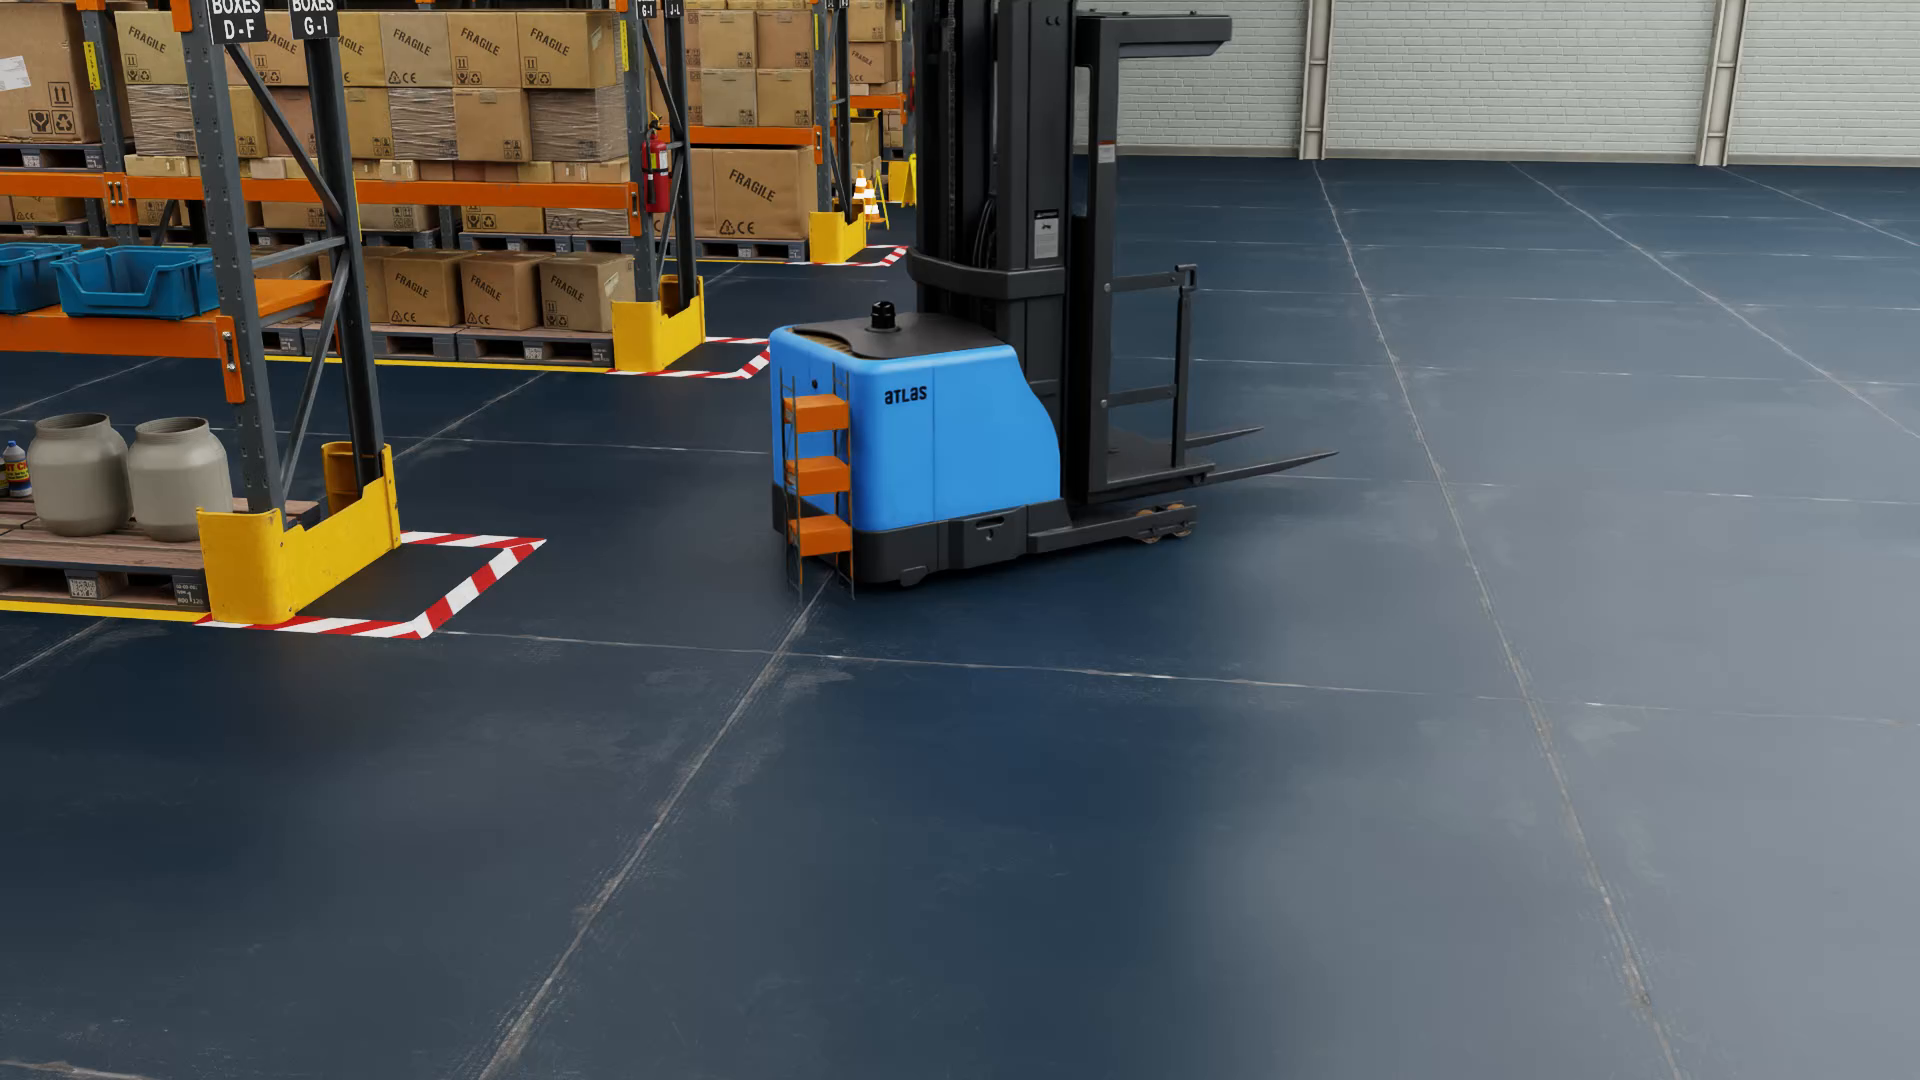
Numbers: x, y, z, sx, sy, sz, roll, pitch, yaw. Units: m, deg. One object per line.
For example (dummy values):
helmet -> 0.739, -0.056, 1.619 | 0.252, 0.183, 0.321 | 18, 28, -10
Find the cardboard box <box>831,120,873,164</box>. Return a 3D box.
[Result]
cardboard box -> -1.414, -5.119, 21.364 | 0.500, 0.500, 0.500 | 3, 19, 9

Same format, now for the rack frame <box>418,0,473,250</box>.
rack frame -> -5.217, -4.555, 17.189 | 0.127, 3.000, 1.000 | 3, 19, 9

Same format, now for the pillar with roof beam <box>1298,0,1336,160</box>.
pillar with roof beam -> 4.898, -8.976, 20.949 | 0.400, 9.000, 9.100 | 3, 19, 9

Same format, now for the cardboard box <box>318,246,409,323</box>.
cardboard box -> -4.522, -1.954, 12.694 | 0.500, 0.500, 0.500 | 1, 19, 4

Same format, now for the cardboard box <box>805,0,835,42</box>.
cardboard box -> -1.619, -6.557, 20.971 | 0.500, 0.500, 0.700 | 3, 19, 9

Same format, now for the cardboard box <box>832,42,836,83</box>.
cardboard box -> -1.655, -6.066, 21.078 | 0.500, 0.500, 0.500 | 3, 19, 9

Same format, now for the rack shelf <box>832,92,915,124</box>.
rack shelf -> -2.557, -5.669, 21.652 | 4.000, 0.370, 1.077 | 3, 19, 9

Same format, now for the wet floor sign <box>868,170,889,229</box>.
wet floor sign -> -0.925, -3.856, 18.810 | 0.232, 0.644, 0.267 | 0, 19, -1

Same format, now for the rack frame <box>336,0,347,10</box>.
rack frame -> -8.481, -6.312, 22.441 | 0.127, 3.000, 1.000 | 3, 19, 9

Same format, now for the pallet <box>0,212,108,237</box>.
pallet -> -9.937, -3.474, 18.352 | 1.213, 0.211, 1.003 | 3, 19, 9

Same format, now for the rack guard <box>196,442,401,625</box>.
rack guard -> -3.022, -0.057, 7.685 | 0.348, 0.500, 1.175 | 3, 19, 9

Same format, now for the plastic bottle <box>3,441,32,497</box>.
plastic bottle -> -4.680, -0.357, 8.248 | 0.097, 0.271, 0.097 | 0, 18, 0

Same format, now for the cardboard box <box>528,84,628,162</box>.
cardboard box -> -2.693, -3.030, 12.004 | 0.500, 0.500, 0.875 | 3, 19, 9

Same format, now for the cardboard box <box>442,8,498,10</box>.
cardboard box -> -4.858, -5.109, 16.906 | 0.550, 0.550, 0.875 | 3, 19, 9

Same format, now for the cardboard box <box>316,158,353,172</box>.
cardboard box -> -4.455, -2.711, 12.073 | 0.250, 0.149, 0.380 | 3, 19, 9

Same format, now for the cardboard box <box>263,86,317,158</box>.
cardboard box -> -4.671, -3.123, 12.282 | 0.500, 0.500, 0.875 | 3, 19, 9

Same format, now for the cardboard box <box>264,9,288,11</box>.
cardboard box -> -5.121, -3.708, 12.454 | 0.500, 0.500, 0.500 | 3, 19, 9

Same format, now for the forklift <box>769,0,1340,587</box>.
forklift -> 0.600, -1.505, 8.180 | 3.031, 2.935, 1.130 | -11, 21, -29

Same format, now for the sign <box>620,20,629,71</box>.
sign -> -2.262, -3.331, 11.208 | 0.005, 0.325, 0.100 | 3, 19, 9

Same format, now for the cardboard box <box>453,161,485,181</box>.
cardboard box -> -3.454, -2.688, 12.004 | 0.250, 0.149, 0.380 | 3, 19, 9

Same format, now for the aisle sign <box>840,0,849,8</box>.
aisle sign -> -1.150, -5.677, 16.445 | 0.004, 0.787, 0.394 | 3, 19, 9

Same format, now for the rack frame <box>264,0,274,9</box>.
rack frame -> -11.646, -8.069, 27.690 | 0.127, 3.000, 1.000 | 3, 19, 9

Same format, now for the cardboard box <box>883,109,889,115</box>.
cardboard box -> -1.307, -6.806, 26.012 | 0.500, 0.250, 0.500 | 3, 19, 9

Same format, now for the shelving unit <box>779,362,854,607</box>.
shelving unit -> -0.634, -0.242, 7.373 | 0.252, 1.050, 0.215 | -8, 20, -22

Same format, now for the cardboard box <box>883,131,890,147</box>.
cardboard box -> -1.294, -6.341, 26.197 | 0.500, 0.250, 0.500 | 3, 19, 9

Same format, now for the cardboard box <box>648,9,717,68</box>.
cardboard box -> -2.717, -5.037, 16.692 | 0.550, 0.550, 0.875 | 3, 19, 9

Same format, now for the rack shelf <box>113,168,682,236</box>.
rack shelf -> -4.128, -2.564, 12.373 | 4.000, 0.370, 1.077 | 3, 19, 9

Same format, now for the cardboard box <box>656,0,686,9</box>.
cardboard box -> -3.630, -6.651, 21.251 | 0.500, 0.500, 0.700 | 3, 19, 9

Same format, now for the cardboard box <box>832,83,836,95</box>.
cardboard box -> -1.503, -5.740, 21.126 | 0.250, 0.149, 0.380 | 3, 19, 8

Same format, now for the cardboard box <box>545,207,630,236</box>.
cardboard box -> -3.716, -3.649, 17.167 | 0.875, 0.875, 0.875 | 3, 19, 9

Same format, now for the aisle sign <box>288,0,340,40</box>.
aisle sign -> -2.822, -2.574, 7.172 | 0.004, 0.787, 0.394 | 3, 19, 9

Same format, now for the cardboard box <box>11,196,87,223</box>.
cardboard box -> -9.857, -3.721, 17.975 | 0.500, 0.500, 0.500 | 3, 19, 8

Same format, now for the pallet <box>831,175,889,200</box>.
pallet -> -1.453, -4.643, 21.846 | 1.213, 0.211, 1.003 | 3, 19, 9

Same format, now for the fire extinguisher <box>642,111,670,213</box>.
fire extinguisher -> -2.114, -2.618, 11.522 | 0.183, 0.674, 0.296 | 3, 19, 9

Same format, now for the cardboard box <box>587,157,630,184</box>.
cardboard box -> -2.468, -2.635, 11.848 | 0.250, 0.149, 0.380 | 3, 19, 9

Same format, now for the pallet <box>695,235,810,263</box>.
pallet -> -2.069, -3.047, 17.077 | 1.213, 0.211, 1.003 | 3, 19, 9

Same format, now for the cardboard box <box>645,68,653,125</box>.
cardboard box -> -3.250, -4.531, 16.882 | 0.500, 0.550, 0.875 | 3, 19, 9

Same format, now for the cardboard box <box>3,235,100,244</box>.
cardboard box -> -7.174, -2.097, 13.089 | 0.500, 0.500, 0.700 | 3, 19, 8

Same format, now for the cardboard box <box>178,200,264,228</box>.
cardboard box -> -7.715, -3.787, 17.777 | 0.750, 0.750, 1.050 | 3, 19, 9

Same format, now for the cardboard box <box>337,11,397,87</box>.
cardboard box -> -4.216, -3.495, 11.818 | 0.500, 0.500, 0.500 | 3, 19, 9

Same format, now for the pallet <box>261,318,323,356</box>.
pallet -> -5.434, -1.661, 12.935 | 1.213, 0.211, 1.003 | 3, 19, 9

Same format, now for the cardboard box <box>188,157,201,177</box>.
cardboard box -> -5.443, -2.761, 12.224 | 0.250, 0.149, 0.380 | 3, 19, 9

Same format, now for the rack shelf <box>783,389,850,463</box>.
rack shelf -> -0.634, -0.501, 7.286 | 0.240, 0.259, 0.215 | -8, 20, -22
